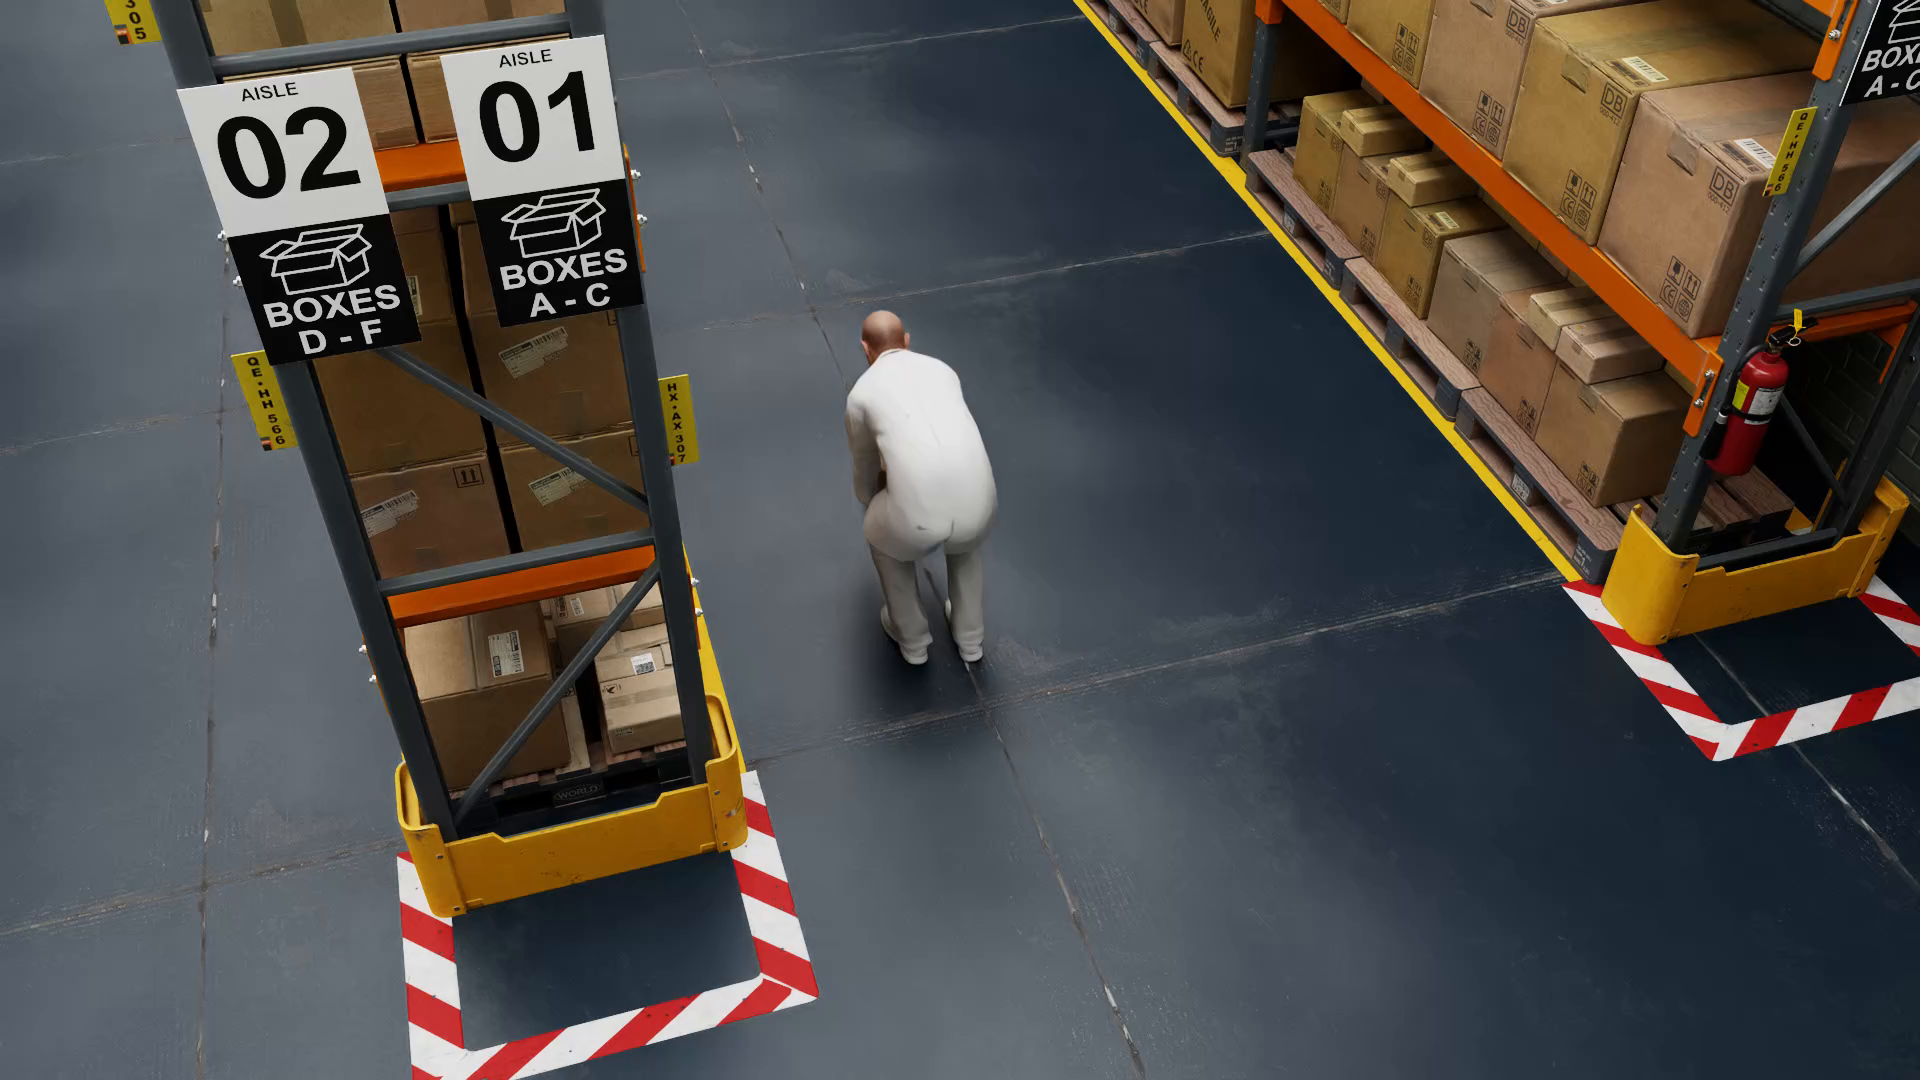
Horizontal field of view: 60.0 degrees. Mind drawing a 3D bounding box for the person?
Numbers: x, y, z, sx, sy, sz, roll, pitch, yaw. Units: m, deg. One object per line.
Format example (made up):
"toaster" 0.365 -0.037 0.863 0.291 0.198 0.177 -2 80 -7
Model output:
"person" -0.171 -0.175 6.737 0.561 1.289 0.900 -13 43 -14
